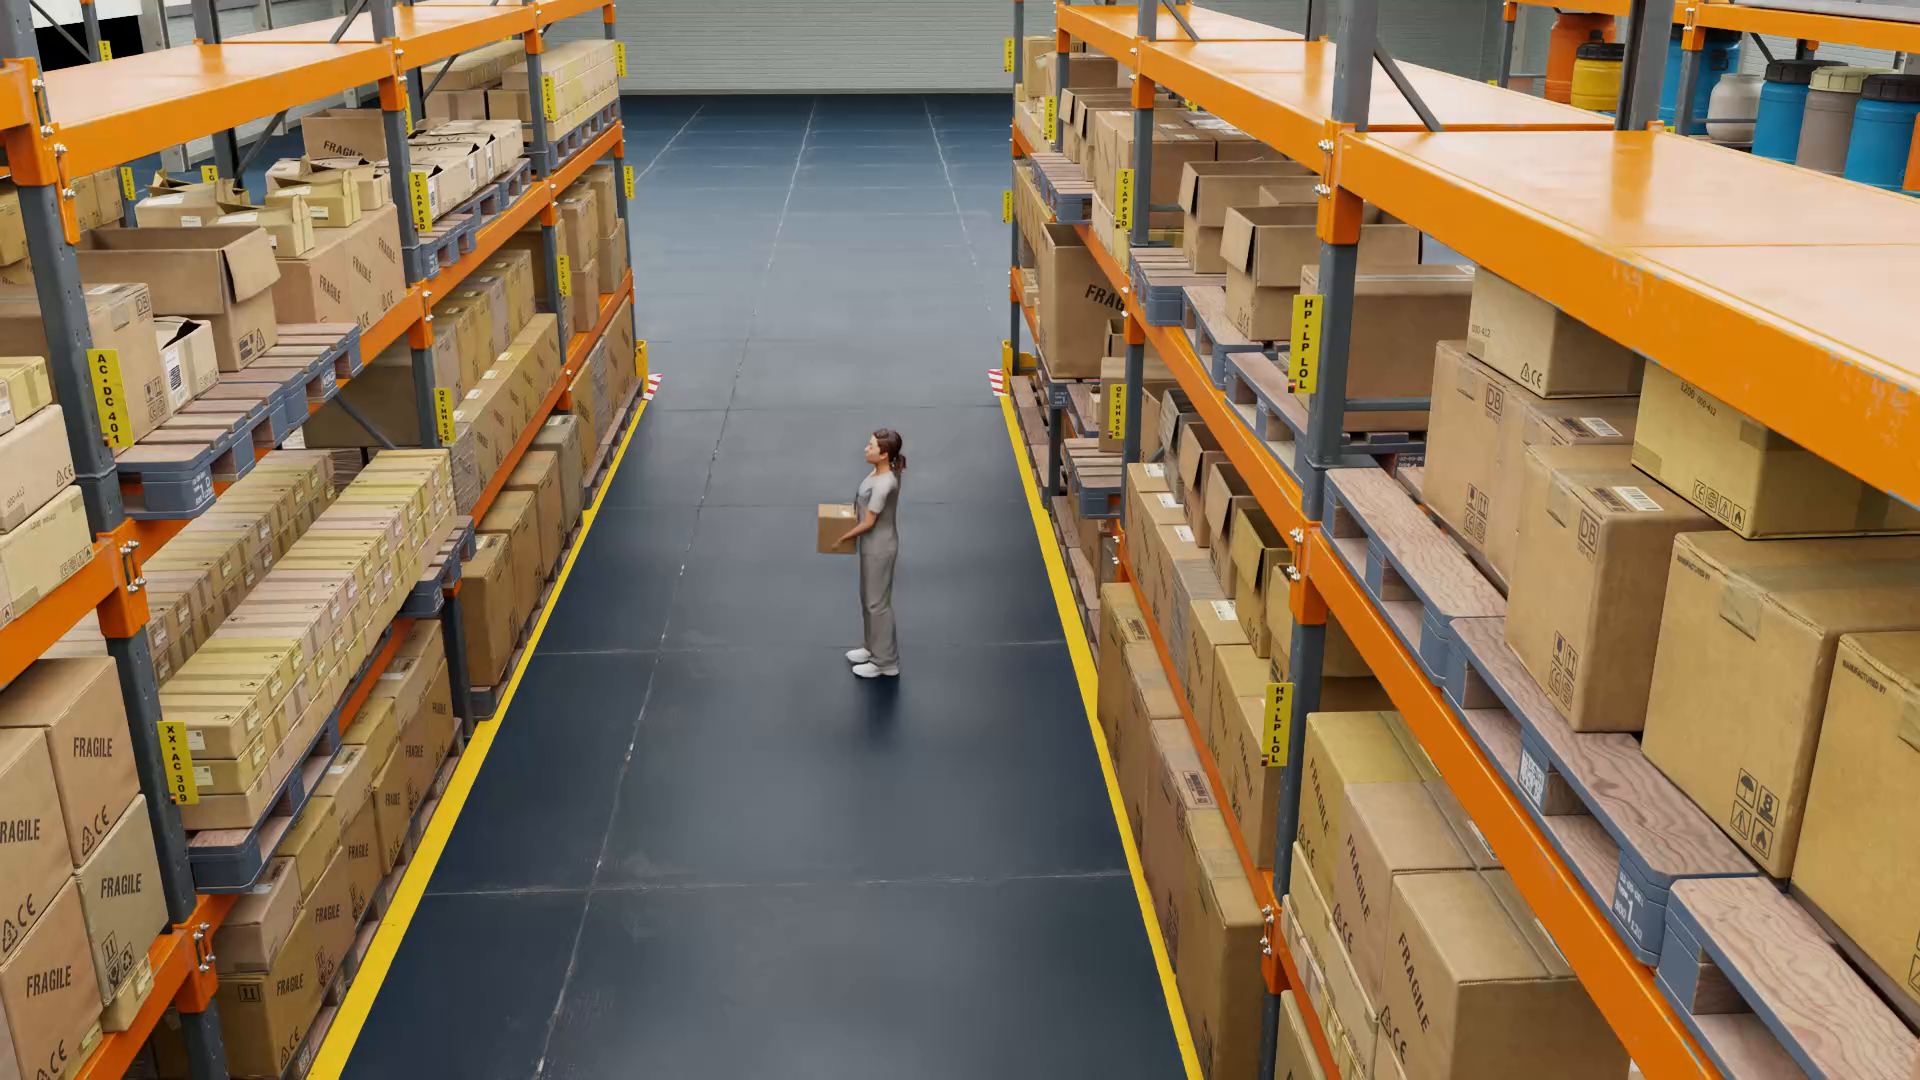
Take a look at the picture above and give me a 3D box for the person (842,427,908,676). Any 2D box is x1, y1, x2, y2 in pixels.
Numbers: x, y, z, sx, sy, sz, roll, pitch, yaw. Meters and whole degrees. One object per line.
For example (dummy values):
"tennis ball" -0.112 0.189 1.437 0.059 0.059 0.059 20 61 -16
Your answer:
"person" -0.605 0.069 10.898 0.547 1.671 0.444 0 20 -1
